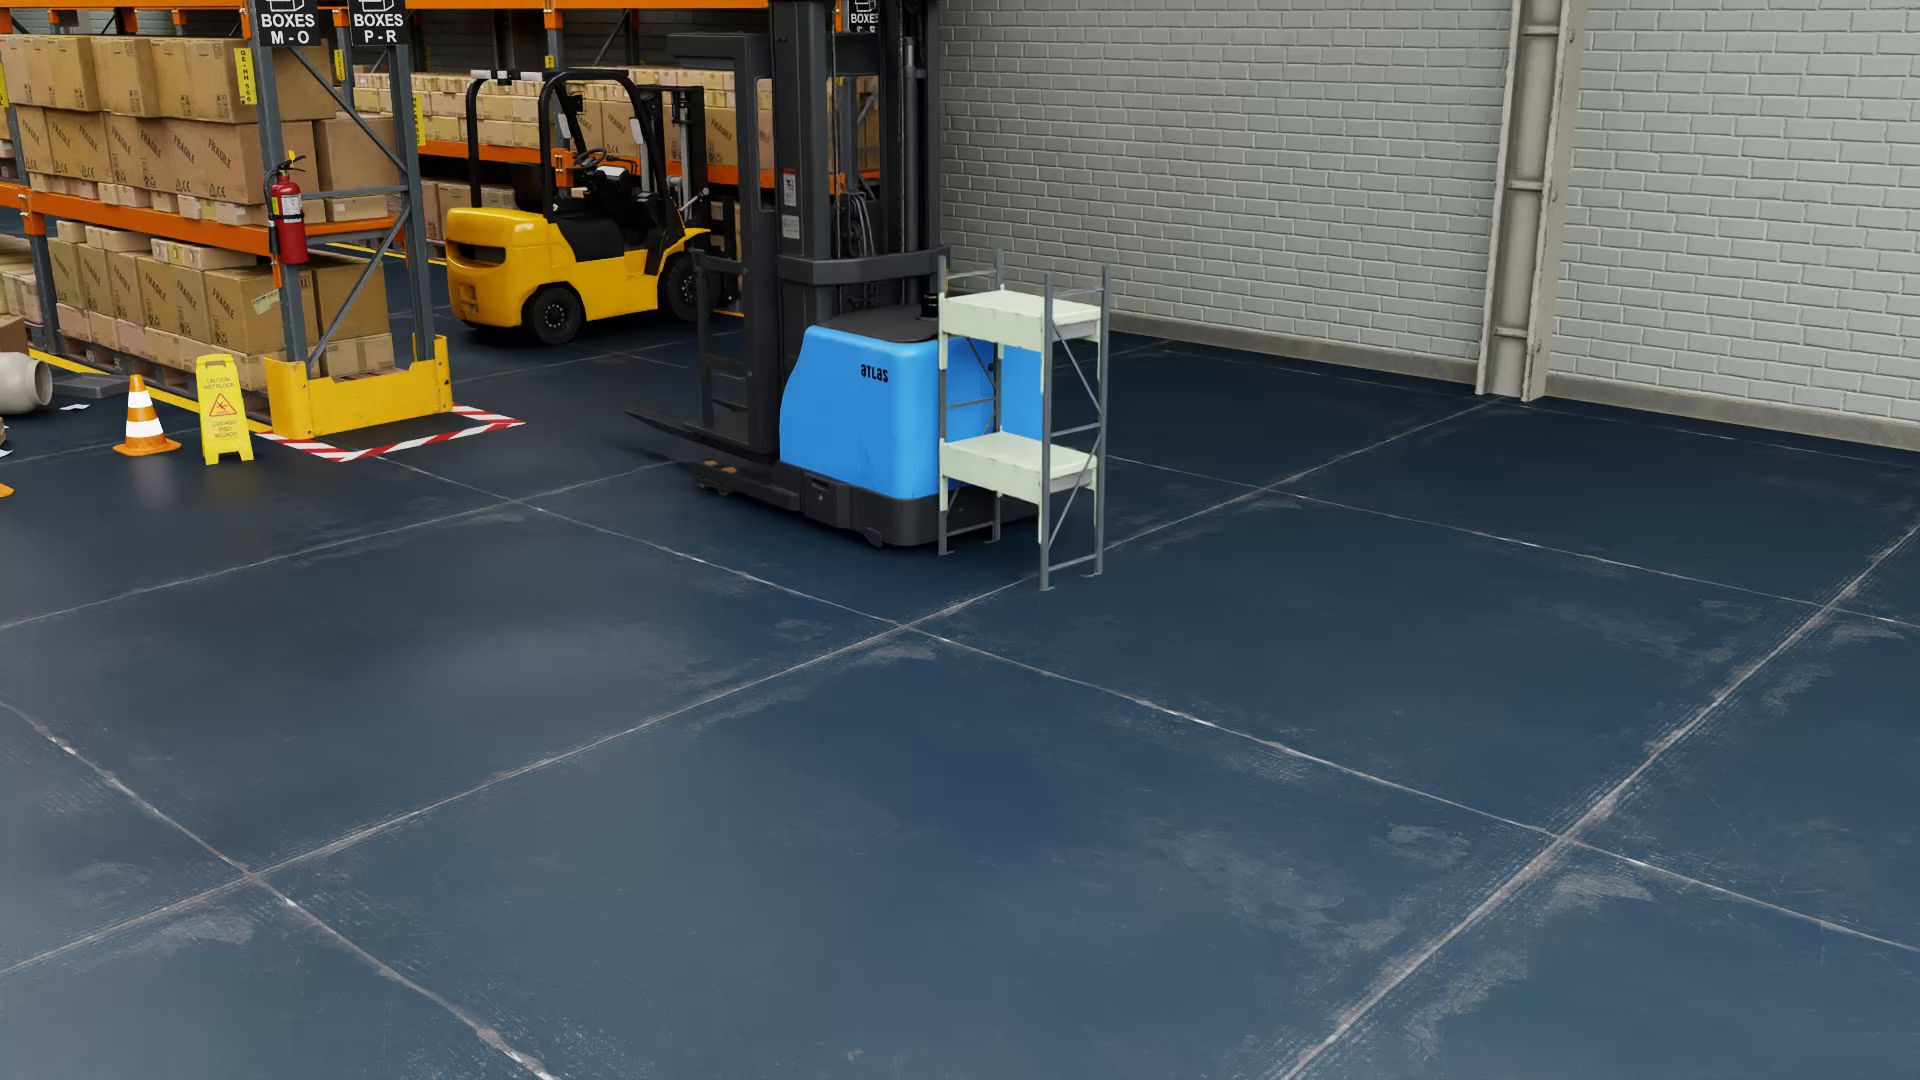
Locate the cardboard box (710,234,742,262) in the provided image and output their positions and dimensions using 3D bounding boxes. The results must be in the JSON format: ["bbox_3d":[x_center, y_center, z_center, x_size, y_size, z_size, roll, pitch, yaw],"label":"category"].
[{"bbox_3d":[-1.966,-2.692,15.162,0.500,0.250,0.500,14,23,38],"label":"cardboard box"}]

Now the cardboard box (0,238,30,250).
[{"bbox_3d":[-8.928,-2.504,15.192,0.625,0.372,0.950,14,23,38],"label":"cardboard box"}]

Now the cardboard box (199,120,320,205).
[{"bbox_3d":[-4.507,-2.448,10.709,0.500,0.500,0.500,15,23,38],"label":"cardboard box"}]

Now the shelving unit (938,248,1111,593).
[{"bbox_3d":[0.292,-0.592,7.996,0.431,1.500,0.755,-15,23,-39],"label":"shelving unit"}]

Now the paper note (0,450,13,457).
[{"bbox_3d":[-5.946,-0.536,10.250,0.142,0.019,0.148,7,19,21],"label":"paper note"}]

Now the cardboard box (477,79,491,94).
[{"bbox_3d":[-4.813,-4.712,17.264,0.250,0.149,0.380,14,23,38],"label":"cardboard box"}]

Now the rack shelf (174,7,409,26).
[{"bbox_3d":[-8.105,-6.430,20.145,4.000,0.370,1.077,15,23,39],"label":"rack shelf"}]

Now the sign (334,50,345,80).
[{"bbox_3d":[-6.963,-5.331,18.669,0.005,0.325,0.100,15,23,39],"label":"sign"}]

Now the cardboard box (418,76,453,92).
[{"bbox_3d":[-5.594,-4.911,17.891,0.250,0.149,0.380,16,23,40],"label":"cardboard box"}]

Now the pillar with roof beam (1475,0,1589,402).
[{"bbox_3d":[1.082,-4.360,7.474,0.400,9.000,9.100,15,23,39],"label":"pillar with roof beam"}]

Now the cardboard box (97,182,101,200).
[{"bbox_3d":[-6.063,-2.570,12.166,0.250,0.149,0.380,15,23,39],"label":"cardboard box"}]

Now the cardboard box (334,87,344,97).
[{"bbox_3d":[-7.613,-5.209,19.620,0.500,0.250,0.500,14,22,37],"label":"cardboard box"}]

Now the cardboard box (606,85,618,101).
[{"bbox_3d":[-3.146,-4.274,15.884,0.250,0.149,0.380,15,23,39],"label":"cardboard box"}]

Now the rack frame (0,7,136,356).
[{"bbox_3d":[-6.910,-3.015,13.153,0.127,3.000,1.000,15,23,39],"label":"rack frame"}]

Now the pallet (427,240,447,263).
[{"bbox_3d":[-5.111,-3.194,18.326,1.213,0.211,1.003,15,23,39],"label":"pallet"}]

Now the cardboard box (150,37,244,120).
[{"bbox_3d":[-4.818,-3.034,10.904,0.500,0.500,0.700,15,23,40],"label":"cardboard box"}]

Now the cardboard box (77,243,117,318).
[{"bbox_3d":[-6.239,-1.978,12.496,0.500,0.500,0.500,16,24,41],"label":"cardboard box"}]

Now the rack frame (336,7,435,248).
[{"bbox_3d":[-6.609,-4.942,19.225,0.127,3.000,1.000,15,23,39],"label":"rack frame"}]

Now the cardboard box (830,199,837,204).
[{"bbox_3d":[-1.236,-2.941,15.117,0.500,0.250,0.500,15,23,39],"label":"cardboard box"}]

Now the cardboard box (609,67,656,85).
[{"bbox_3d":[-3.124,-4.425,15.867,0.250,0.149,0.380,14,23,38],"label":"cardboard box"}]

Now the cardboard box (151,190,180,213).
[{"bbox_3d":[-5.343,-2.360,11.504,0.250,0.149,0.380,15,23,39],"label":"cardboard box"}]

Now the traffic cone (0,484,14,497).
[{"bbox_3d":[-5.578,-0.478,9.352,0.334,0.463,0.336,15,23,39],"label":"traffic cone"}]

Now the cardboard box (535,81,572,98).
[{"bbox_3d":[-4.021,-4.514,16.638,0.250,0.149,0.380,16,24,41],"label":"cardboard box"}]

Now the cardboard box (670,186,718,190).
[{"bbox_3d":[-2.732,-3.352,16.412,0.500,0.250,0.500,15,23,38],"label":"cardboard box"}]

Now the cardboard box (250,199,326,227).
[{"bbox_3d":[-4.340,-2.119,10.744,0.250,0.149,0.380,16,24,41],"label":"cardboard box"}]

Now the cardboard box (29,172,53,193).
[{"bbox_3d":[-6.887,-2.759,12.763,0.250,0.149,0.380,15,23,39],"label":"cardboard box"}]

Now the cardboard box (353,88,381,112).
[{"bbox_3d":[-6.456,-4.959,18.699,0.500,0.250,0.500,15,23,39],"label":"cardboard box"}]

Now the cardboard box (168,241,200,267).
[{"bbox_3d":[-5.195,-1.980,11.430,0.250,0.149,0.380,16,23,40],"label":"cardboard box"}]

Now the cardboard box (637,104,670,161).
[{"bbox_3d":[-2.679,-3.836,15.575,0.500,0.500,0.500,15,23,39],"label":"cardboard box"}]

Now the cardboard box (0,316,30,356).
[{"bbox_3d":[-7.011,-1.302,11.883,0.500,0.500,0.500,-3,18,-8],"label":"cardboard box"}]

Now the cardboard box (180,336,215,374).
[{"bbox_3d":[-5.083,-1.309,11.628,0.500,0.250,0.500,15,23,39],"label":"cardboard box"}]

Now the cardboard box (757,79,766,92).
[{"bbox_3d":[-1.589,-4.014,14.572,0.250,0.149,0.380,15,23,40],"label":"cardboard box"}]

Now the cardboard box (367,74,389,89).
[{"bbox_3d":[-6.366,-5.115,18.532,0.250,0.149,0.380,16,23,40],"label":"cardboard box"}]

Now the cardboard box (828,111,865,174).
[{"bbox_3d":[-1.168,-3.423,14.272,0.500,0.500,0.500,14,23,38],"label":"cardboard box"}]

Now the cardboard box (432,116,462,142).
[{"bbox_3d":[-5.290,-4.418,17.820,0.500,0.250,0.500,16,24,41],"label":"cardboard box"}]

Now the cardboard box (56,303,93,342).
[{"bbox_3d":[-6.648,-1.725,12.940,0.500,0.250,0.500,14,22,37],"label":"cardboard box"}]

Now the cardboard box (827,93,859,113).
[{"bbox_3d":[-1.071,-3.699,14.070,0.250,0.149,0.380,15,23,40],"label":"cardboard box"}]

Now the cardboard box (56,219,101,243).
[{"bbox_3d":[-6.594,-2.353,12.606,0.250,0.149,0.380,15,23,40],"label":"cardboard box"}]

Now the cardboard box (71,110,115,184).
[{"bbox_3d":[-6.008,-2.854,11.988,0.500,0.500,0.500,15,23,39],"label":"cardboard box"}]

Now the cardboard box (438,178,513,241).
[{"bbox_3d":[-5.154,-3.617,18.282,0.625,0.625,0.875,14,22,37],"label":"cardboard box"}]

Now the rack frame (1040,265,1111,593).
[{"bbox_3d":[0.534,-0.508,7.734,0.400,1.500,0.023,-15,23,-39],"label":"rack frame"}]

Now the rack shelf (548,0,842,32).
[{"bbox_3d":[-2.122,-4.824,15.084,4.000,0.370,1.077,15,23,39],"label":"rack shelf"}]

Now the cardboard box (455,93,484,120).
[{"bbox_3d":[-4.923,-4.552,17.417,0.500,0.250,0.500,16,23,40],"label":"cardboard box"}]

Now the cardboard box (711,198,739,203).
[{"bbox_3d":[-2.321,-3.027,15.390,0.500,0.250,0.500,14,23,38],"label":"cardboard box"}]

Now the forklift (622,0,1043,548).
[{"bbox_3d":[-0.880,-1.732,9.224,1.130,2.935,3.031,-15,23,-39],"label":"forklift"}]

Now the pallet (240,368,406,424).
[{"bbox_3d":[-4.559,-1.069,11.631,1.213,0.211,1.003,15,23,39],"label":"pallet"}]

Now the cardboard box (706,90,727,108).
[{"bbox_3d":[-2.047,-3.951,14.864,0.250,0.149,0.380,15,23,40],"label":"cardboard box"}]

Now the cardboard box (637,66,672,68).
[{"bbox_3d":[-3.018,-4.582,16.361,0.250,0.149,0.380,14,23,38],"label":"cardboard box"}]

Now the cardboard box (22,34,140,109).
[{"bbox_3d":[-6.357,-3.436,12.170,0.500,0.500,0.700,15,23,40],"label":"cardboard box"}]

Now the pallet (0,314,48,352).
[{"bbox_3d":[-7.493,-1.842,14.066,1.213,0.211,1.003,15,23,39],"label":"pallet"}]

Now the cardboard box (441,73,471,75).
[{"bbox_3d":[-5.579,-5.153,18.651,0.250,0.149,0.380,14,23,38],"label":"cardboard box"}]

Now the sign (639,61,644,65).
[{"bbox_3d":[-3.250,-4.715,16.948,0.005,0.325,0.100,15,23,39],"label":"sign"}]

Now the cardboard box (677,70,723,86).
[{"bbox_3d":[-2.362,-4.219,15.219,0.250,0.149,0.380,15,23,39],"label":"cardboard box"}]

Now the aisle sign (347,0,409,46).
[{"bbox_3d":[-3.666,-3.509,10.411,0.004,0.787,0.394,15,23,39],"label":"aisle sign"}]

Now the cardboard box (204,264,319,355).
[{"bbox_3d":[-4.690,-1.561,11.182,0.500,0.500,0.500,15,23,40],"label":"cardboard box"}]

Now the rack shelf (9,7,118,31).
[{"bbox_3d":[-8.406,-4.503,14.073,4.000,0.370,1.077,15,23,39],"label":"rack shelf"}]
